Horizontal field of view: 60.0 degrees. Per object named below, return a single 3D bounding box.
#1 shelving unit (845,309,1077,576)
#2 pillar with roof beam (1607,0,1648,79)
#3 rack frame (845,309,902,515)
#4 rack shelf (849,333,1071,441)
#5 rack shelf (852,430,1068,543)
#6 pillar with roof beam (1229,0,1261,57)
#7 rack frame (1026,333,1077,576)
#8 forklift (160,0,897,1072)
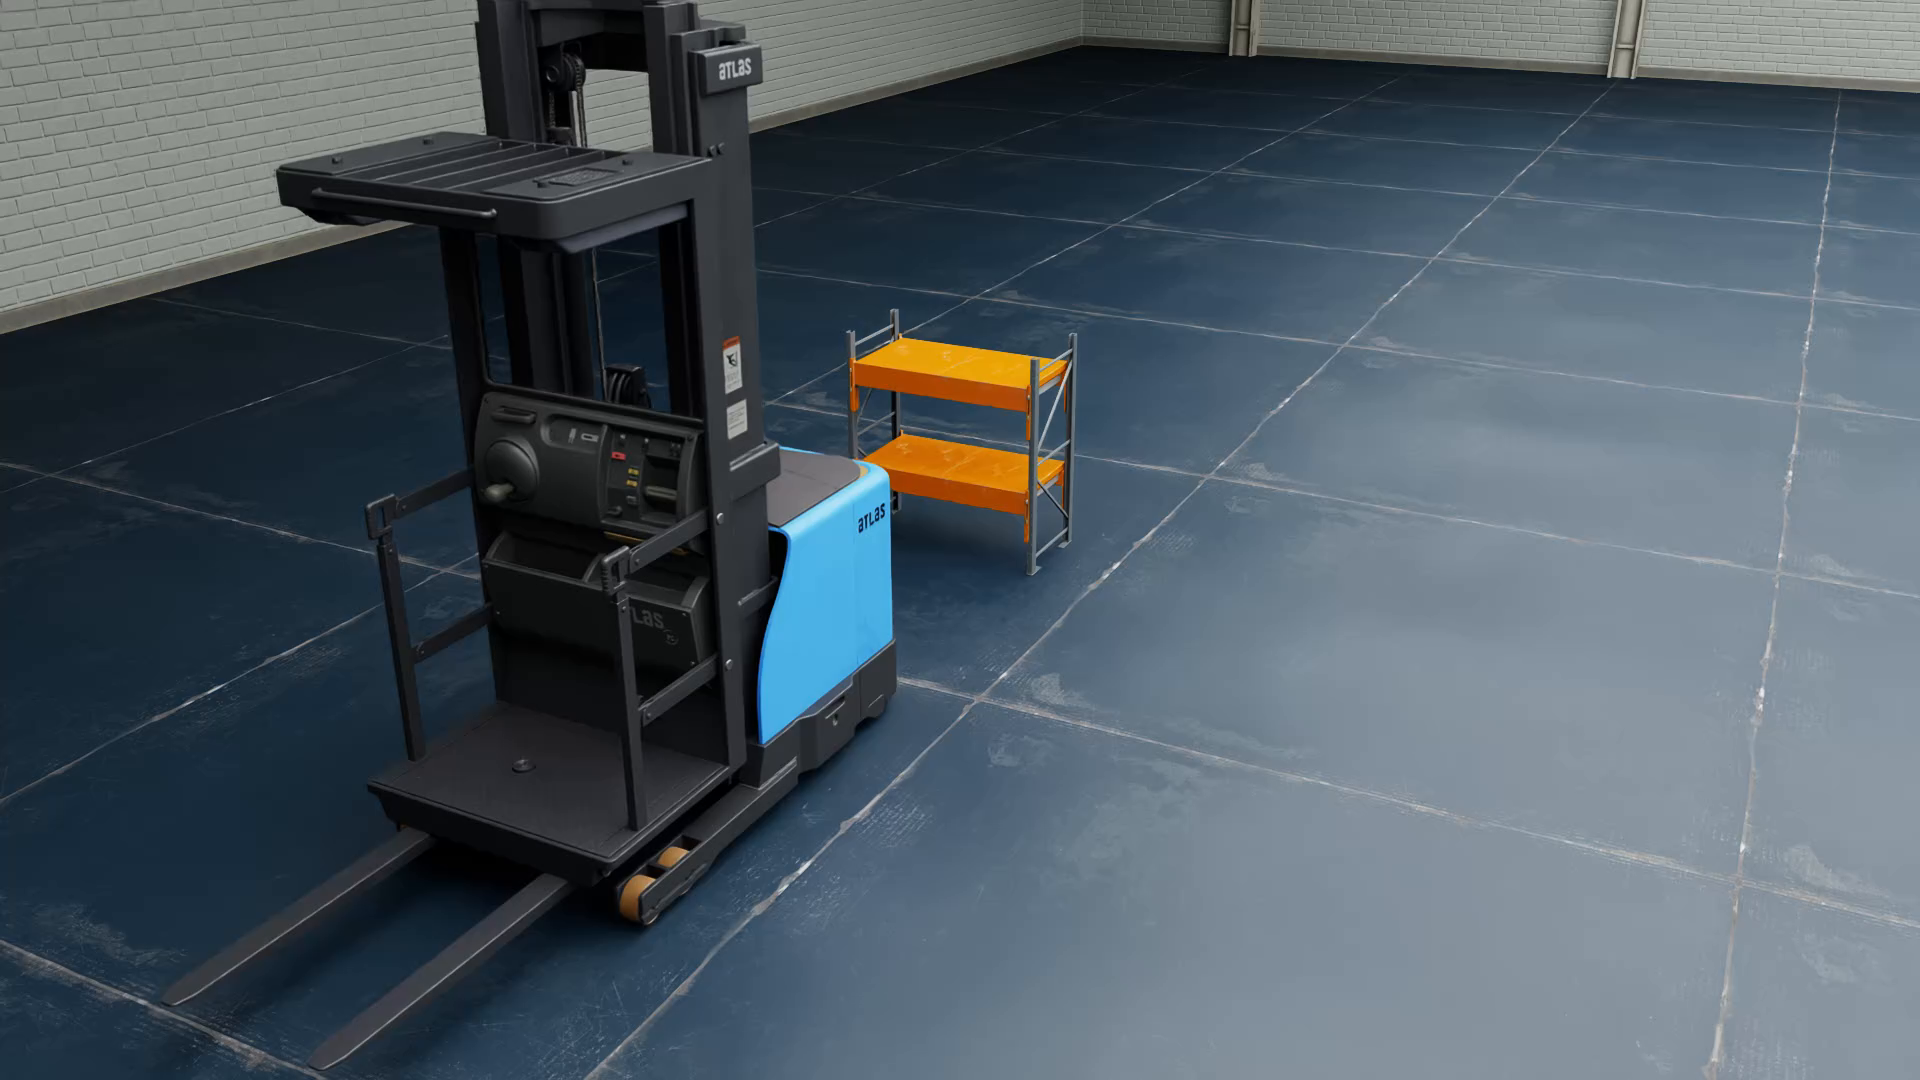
[{"bbox_3d":[0.006,-0.516,8.527,1.048,1.125,0.538,11,25,25],"label":"shelving unit"},{"bbox_3d":[8.147,-9.700,20.060,0.400,9.000,9.100,11,25,25],"label":"pillar with roof beam"},{"bbox_3d":[-0.448,-0.606,8.738,0.032,1.125,0.500,11,25,25],"label":"rack frame"},{"bbox_3d":[0.006,-0.786,8.413,1.000,0.278,0.538,11,25,25],"label":"rack shelf"},{"bbox_3d":[0.006,-0.291,8.623,1.000,0.278,0.538,11,25,25],"label":"rack shelf"},{"bbox_3d":[2.792,-10.759,22.551,0.400,9.000,9.100,11,25,25],"label":"pillar with roof beam"},{"bbox_3d":[0.460,-0.427,8.316,0.032,1.125,0.500,11,25,25],"label":"rack frame"},{"bbox_3d":[-1.394,-0.237,5.563,1.130,2.935,3.031,11,26,25],"label":"forklift"}]
